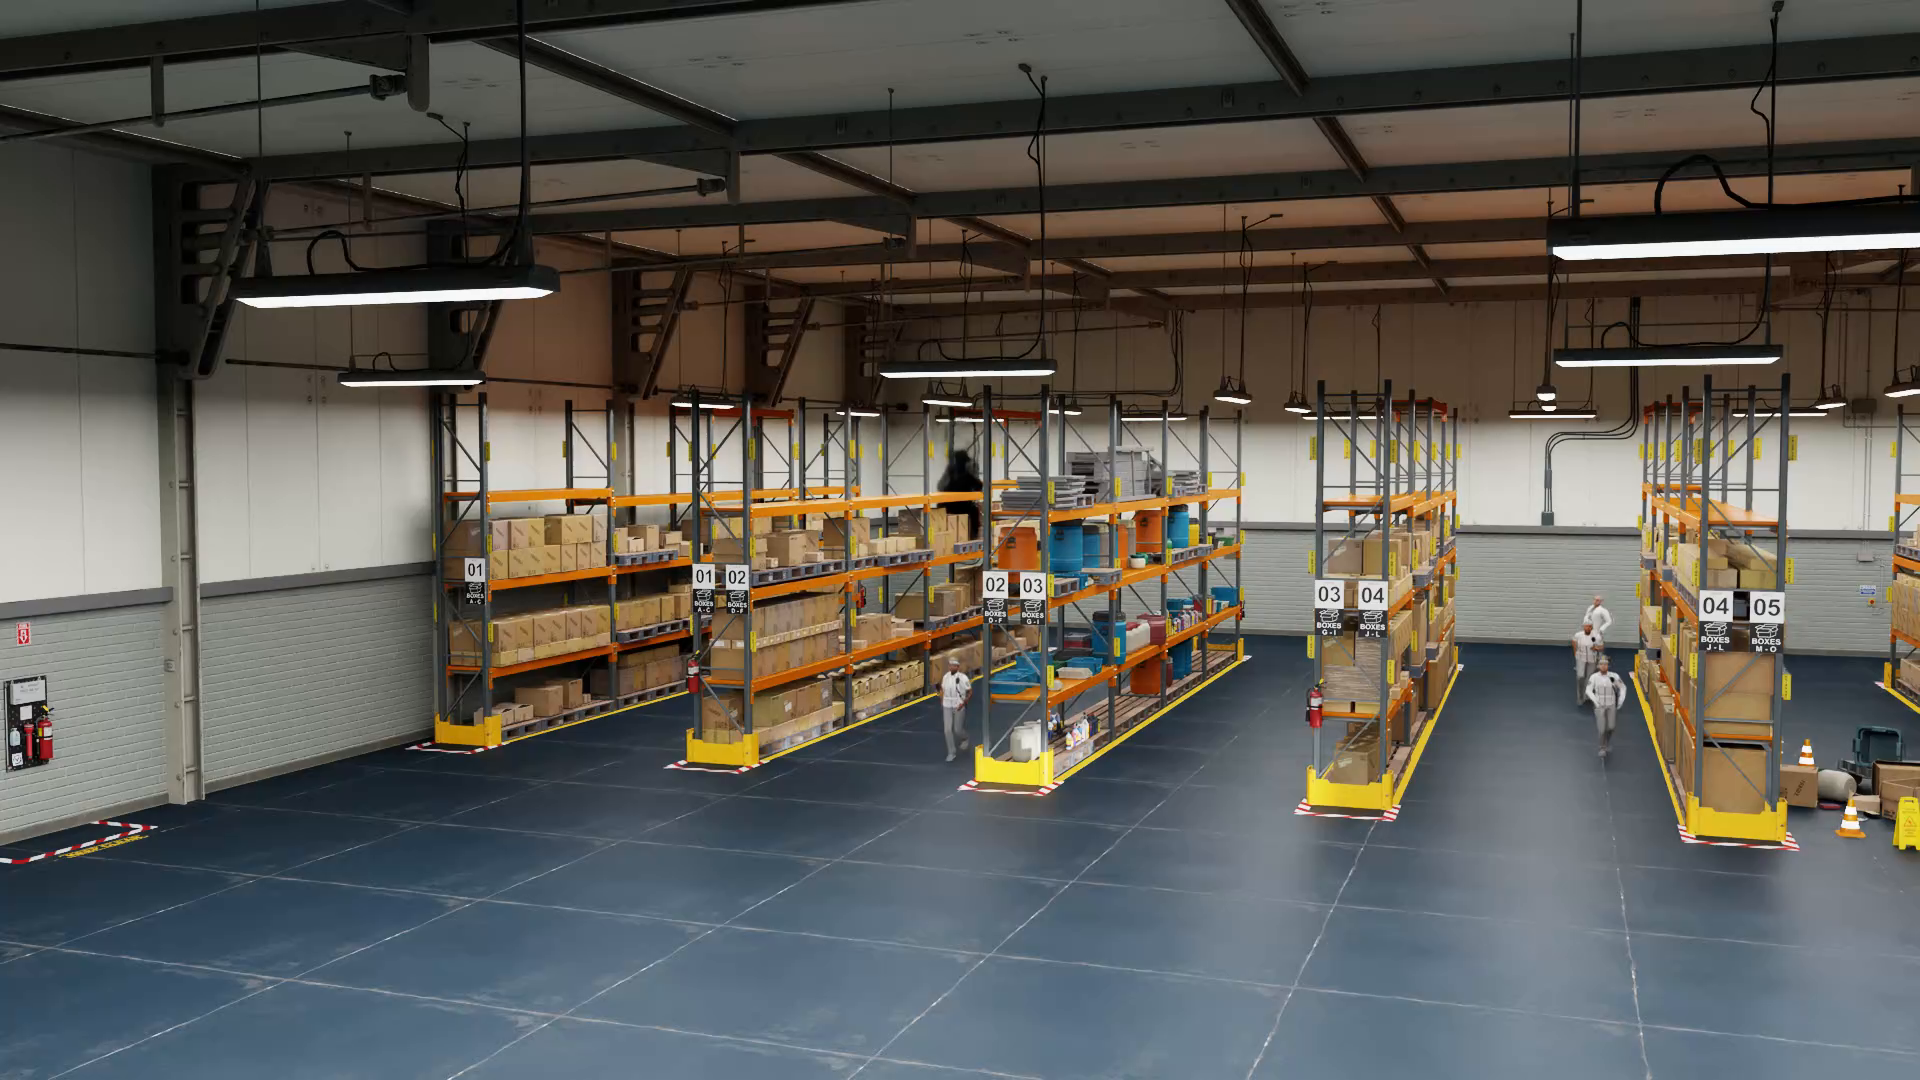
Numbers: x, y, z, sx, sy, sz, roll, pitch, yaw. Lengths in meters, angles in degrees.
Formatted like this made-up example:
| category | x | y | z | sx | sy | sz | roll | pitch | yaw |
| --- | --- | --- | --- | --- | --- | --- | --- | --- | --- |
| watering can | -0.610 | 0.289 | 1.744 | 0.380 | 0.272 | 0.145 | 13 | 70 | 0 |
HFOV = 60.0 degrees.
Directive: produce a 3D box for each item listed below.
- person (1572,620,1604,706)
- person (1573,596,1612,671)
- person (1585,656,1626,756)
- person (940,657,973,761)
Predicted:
| category | x | y | z | sx | sy | sz | roll | pitch | yaw |
| --- | --- | --- | --- | --- | --- | --- | --- | --- | --- |
| person | 12.445 | 2.436 | 32.968 | 0.582 | 1.708 | 0.771 | 1 | 3 | 17 |
| person | 14.429 | 2.168 | 37.788 | 0.823 | 1.637 | 0.773 | -1 | 3 | -19 |
| person | 10.582 | 2.723 | 27.259 | 0.629 | 1.659 | 0.524 | 1 | 3 | 21 |
| person | -0.074 | 2.732 | 27.191 | 0.589 | 1.685 | 0.711 | 1 | 3 | 21 |
